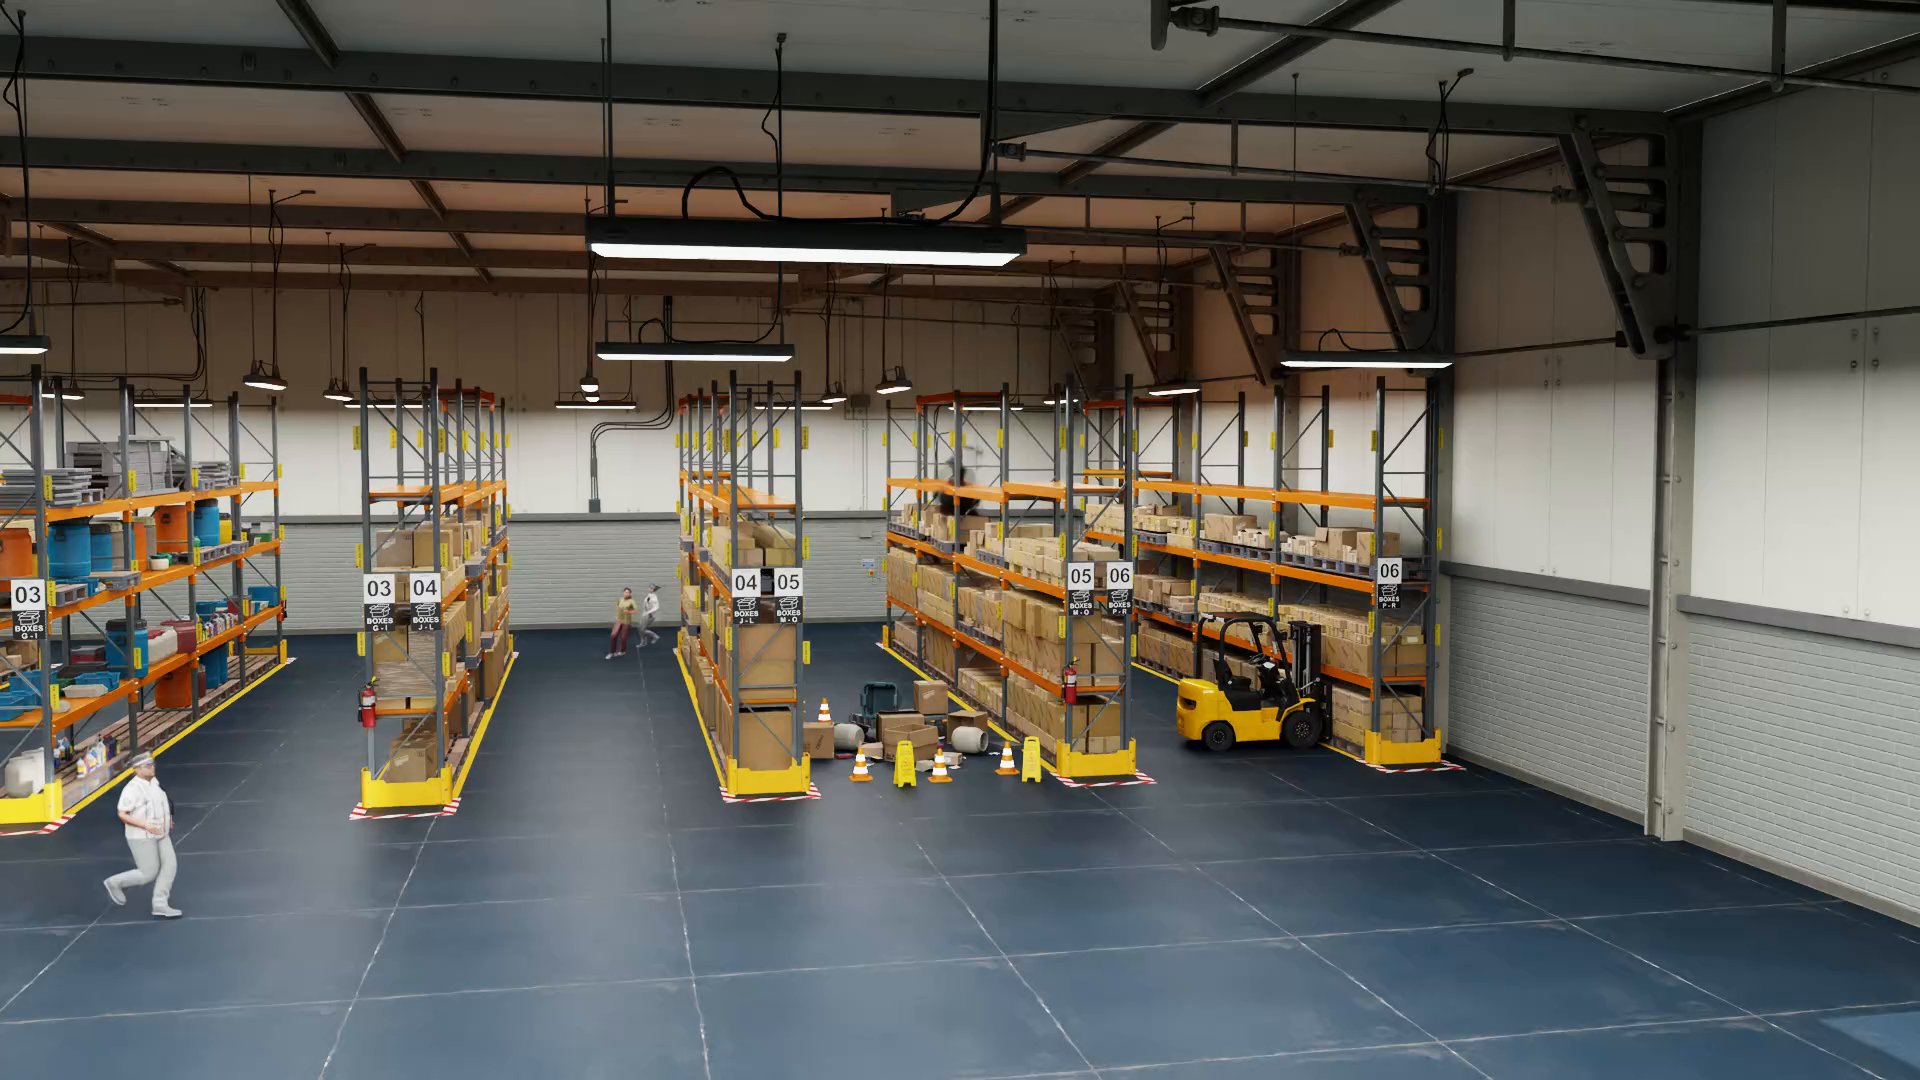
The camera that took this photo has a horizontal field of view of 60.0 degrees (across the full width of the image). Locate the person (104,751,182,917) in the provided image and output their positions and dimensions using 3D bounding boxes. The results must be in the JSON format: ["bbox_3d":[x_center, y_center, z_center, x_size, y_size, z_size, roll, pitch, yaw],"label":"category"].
[{"bbox_3d":[-8.576,3.090,17.500,0.784,1.753,0.662,0,3,7],"label":"person"}]

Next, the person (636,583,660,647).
[{"bbox_3d":[-7.541,1.823,40.185,0.564,1.621,0.696,-1,4,-16],"label":"person"}]

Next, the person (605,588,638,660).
[{"bbox_3d":[-7.731,1.902,38.252,0.679,1.638,0.753,0,3,7],"label":"person"}]
